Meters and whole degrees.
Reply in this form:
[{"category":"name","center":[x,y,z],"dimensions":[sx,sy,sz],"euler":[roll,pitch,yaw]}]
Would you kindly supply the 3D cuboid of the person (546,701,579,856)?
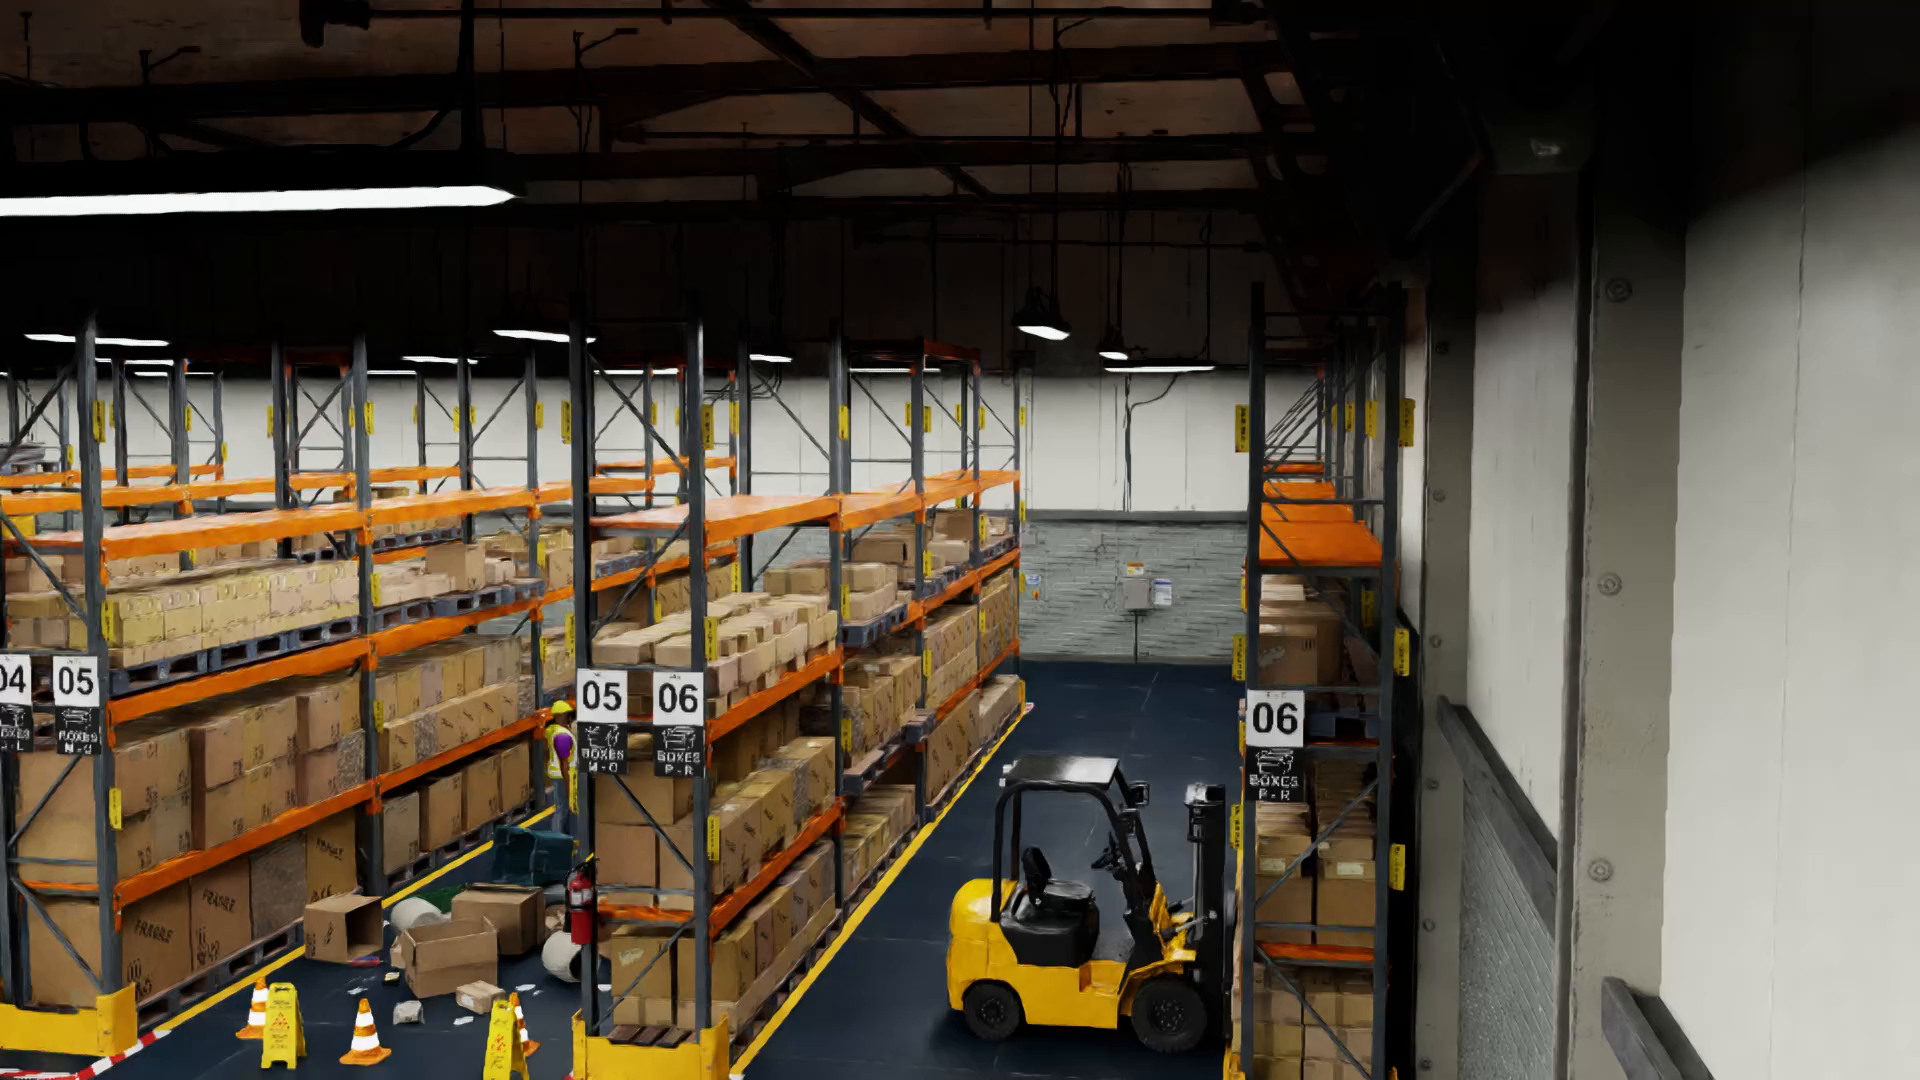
[{"category":"person","center":[-4.525,2.726,19.150],"dimensions":[0.447,1.768,0.489],"euler":[-2,5,-21]}]
